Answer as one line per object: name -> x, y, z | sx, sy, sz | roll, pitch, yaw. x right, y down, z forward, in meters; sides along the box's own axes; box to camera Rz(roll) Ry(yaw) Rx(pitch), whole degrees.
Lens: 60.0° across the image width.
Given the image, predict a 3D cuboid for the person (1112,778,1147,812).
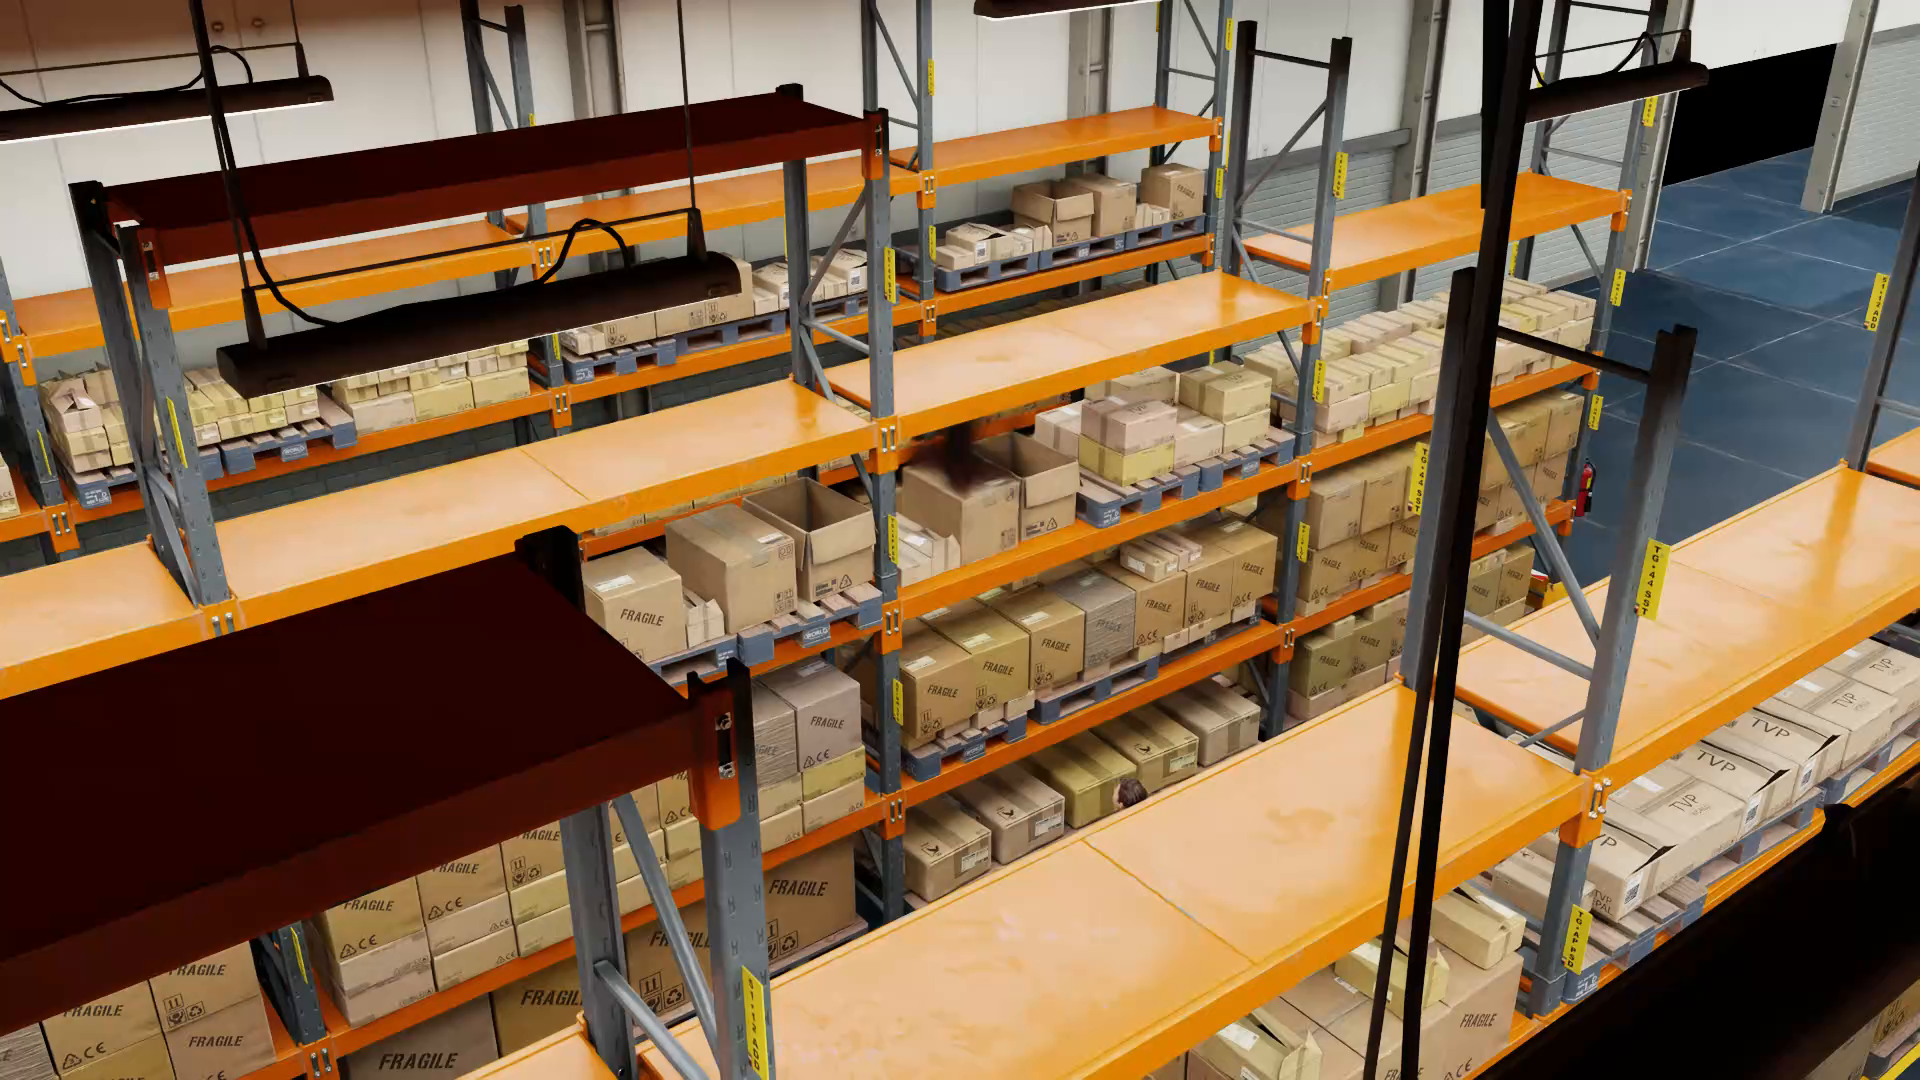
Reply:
person -> 1.046, 2.256, 10.914 | 0.370, 1.671, 0.498 | 9, 27, 17
